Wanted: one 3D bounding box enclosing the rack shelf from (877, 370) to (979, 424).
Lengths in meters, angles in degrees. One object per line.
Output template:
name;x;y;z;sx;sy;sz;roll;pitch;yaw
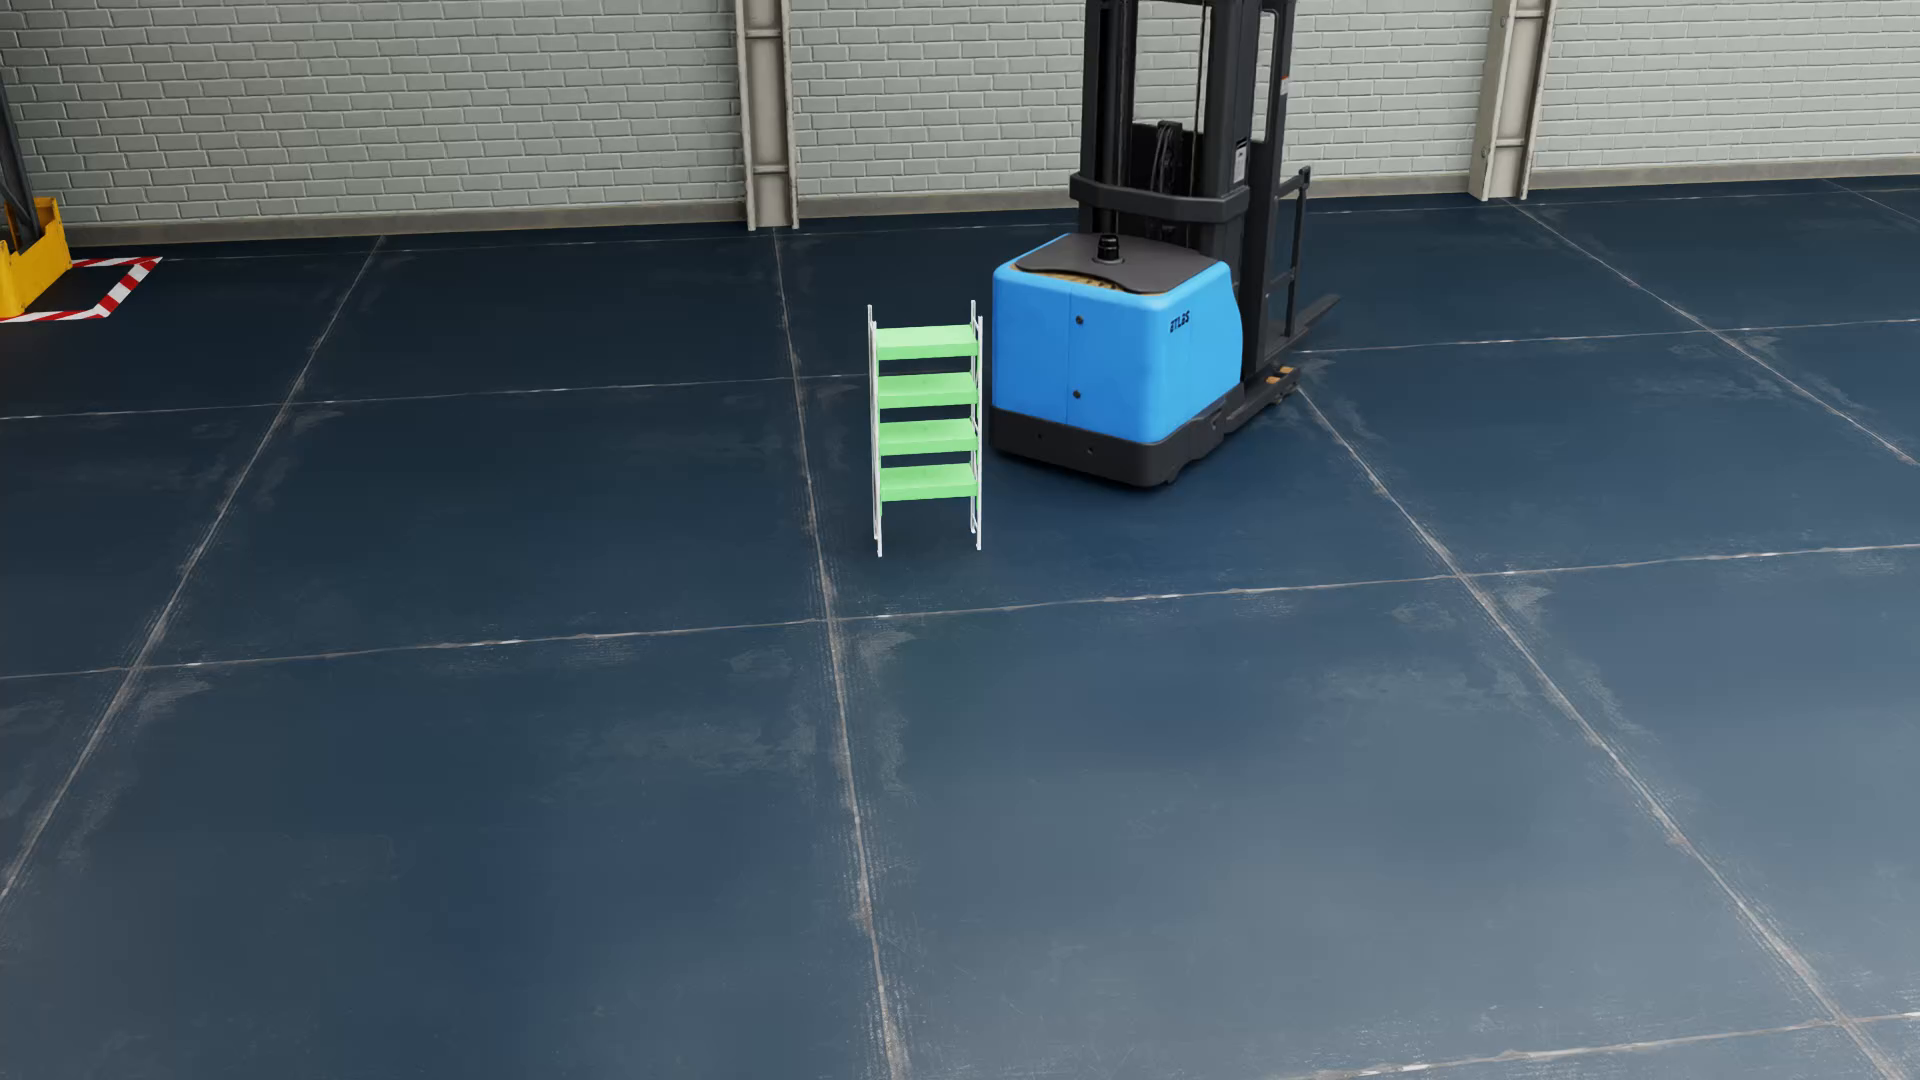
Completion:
rack shelf;-0.164;-0.680;7.875;0.480;0.148;0.258;-4;27;-7

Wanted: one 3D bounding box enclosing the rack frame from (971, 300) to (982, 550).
rack frame;0.078;-0.539;7.986;0.015;1.200;0.240;-4;27;-7

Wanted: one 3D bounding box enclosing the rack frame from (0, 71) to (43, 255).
rack frame;-6.601;-3.082;10.970;0.127;3.000;1.000;-4;27;-7

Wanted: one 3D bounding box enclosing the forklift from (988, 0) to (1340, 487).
forklift;1.382;-2.208;9.342;1.130;2.935;3.031;17;31;29

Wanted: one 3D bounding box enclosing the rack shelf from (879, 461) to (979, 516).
rack shelf;-0.164;-0.253;8.094;0.480;0.148;0.258;-4;27;-7

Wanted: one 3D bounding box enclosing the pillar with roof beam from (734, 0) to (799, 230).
pillar with roof beam;-0.875;-4.549;7.259;0.400;9.000;9.100;-4;27;-7

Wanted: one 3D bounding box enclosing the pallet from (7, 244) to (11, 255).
pallet;-7.352;-1.774;11.475;1.213;0.211;1.003;-4;27;-7

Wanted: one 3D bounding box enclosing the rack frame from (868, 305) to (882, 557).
rack frame;-0.406;-0.508;7.925;0.015;1.200;0.240;-4;27;-7

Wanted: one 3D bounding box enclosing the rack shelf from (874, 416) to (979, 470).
rack shelf;-0.164;-0.466;7.985;0.480;0.148;0.258;-4;27;-7

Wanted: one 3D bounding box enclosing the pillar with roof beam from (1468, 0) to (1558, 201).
pillar with roof beam;5.067;-4.931;8.003;0.400;9.000;9.100;-4;27;-7

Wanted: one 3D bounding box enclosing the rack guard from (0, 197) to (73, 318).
rack guard;-6.577;-1.971;11.544;0.348;0.500;1.175;-4;27;-7

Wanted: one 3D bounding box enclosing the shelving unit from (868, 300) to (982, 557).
shelving unit;-0.164;-0.523;7.956;0.503;1.200;0.258;-4;27;-7

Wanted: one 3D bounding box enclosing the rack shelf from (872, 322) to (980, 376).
rack shelf;-0.164;-0.893;7.766;0.480;0.148;0.258;-4;27;-7
